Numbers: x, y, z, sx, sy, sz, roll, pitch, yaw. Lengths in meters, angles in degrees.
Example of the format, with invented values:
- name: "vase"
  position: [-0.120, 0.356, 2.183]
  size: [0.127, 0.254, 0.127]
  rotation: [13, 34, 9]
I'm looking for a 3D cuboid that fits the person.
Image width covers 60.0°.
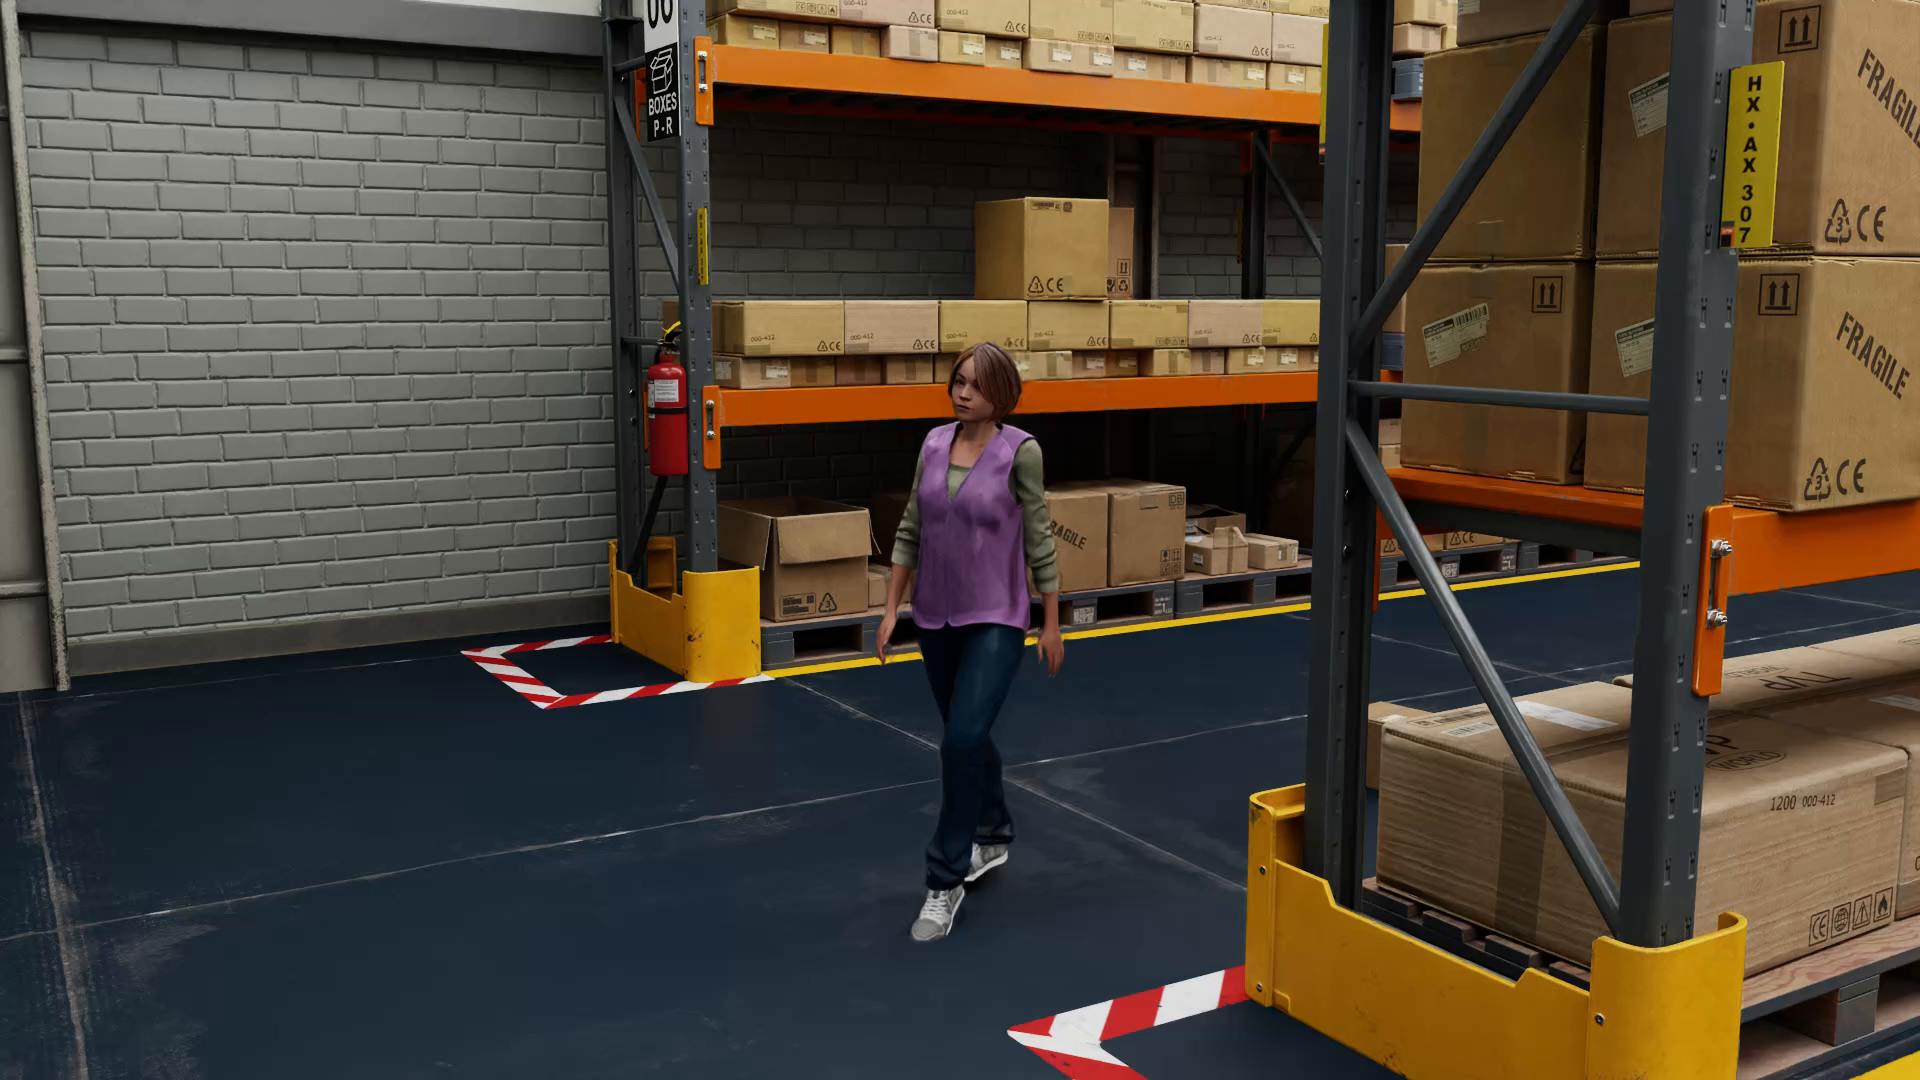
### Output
- name: "person"
  position: [0.023, 0.276, 4.637]
  size: [0.466, 1.618, 0.630]
  rotation: [5, 10, 32]
